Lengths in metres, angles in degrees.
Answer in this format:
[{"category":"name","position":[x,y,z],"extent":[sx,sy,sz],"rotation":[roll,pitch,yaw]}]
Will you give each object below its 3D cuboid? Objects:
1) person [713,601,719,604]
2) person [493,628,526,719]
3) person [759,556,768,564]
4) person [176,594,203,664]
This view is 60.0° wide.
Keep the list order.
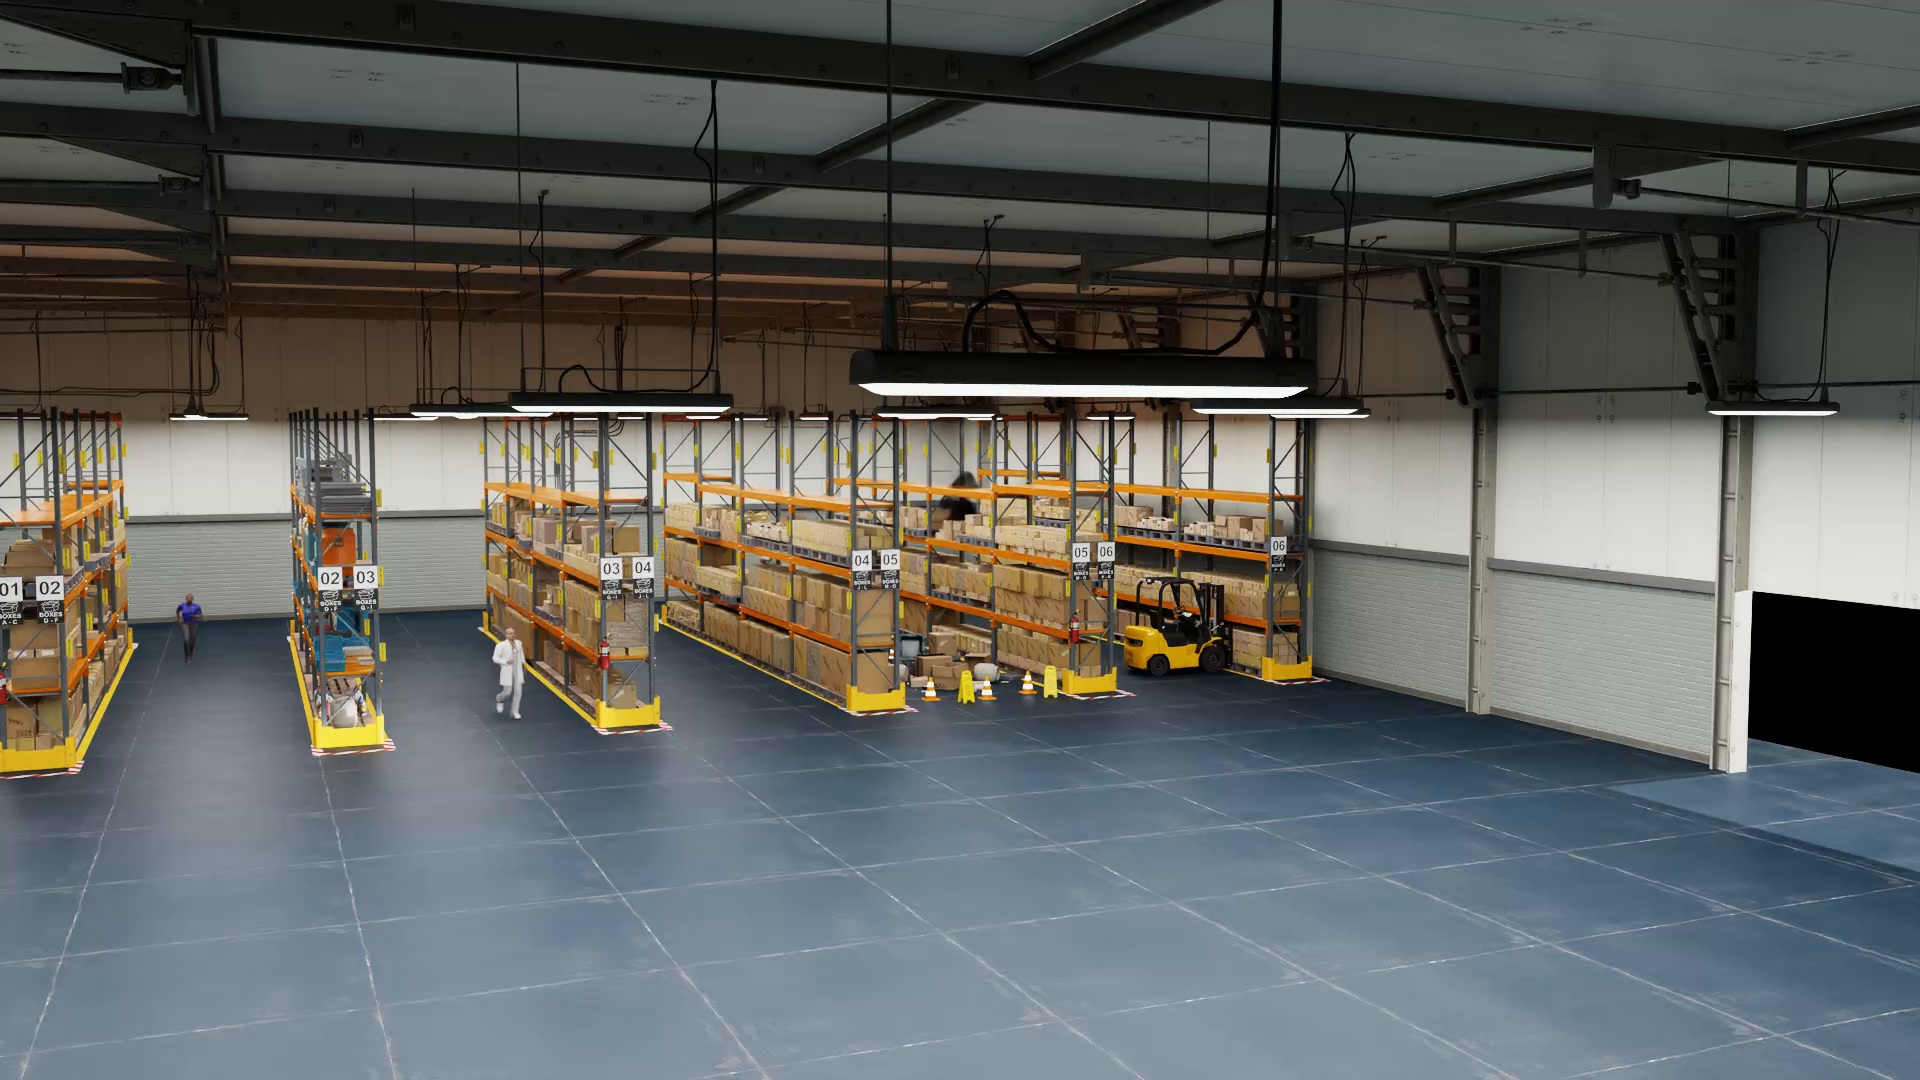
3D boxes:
[{"category":"person","position":[-7.273,1.473,49.433],"extent":[0.609,1.627,0.739],"rotation":[3,5,36]},{"category":"person","position":[-8.753,2.577,32.347],"extent":[0.718,1.746,0.834],"rotation":[-4,5,-41]},{"category":"person","position":[-6.008,1.315,50.351],"extent":[0.628,1.743,0.669],"rotation":[-2,5,-30]},{"category":"person","position":[-18.492,2.176,39.916],"extent":[0.532,1.606,0.816],"rotation":[-2,5,-31]}]
